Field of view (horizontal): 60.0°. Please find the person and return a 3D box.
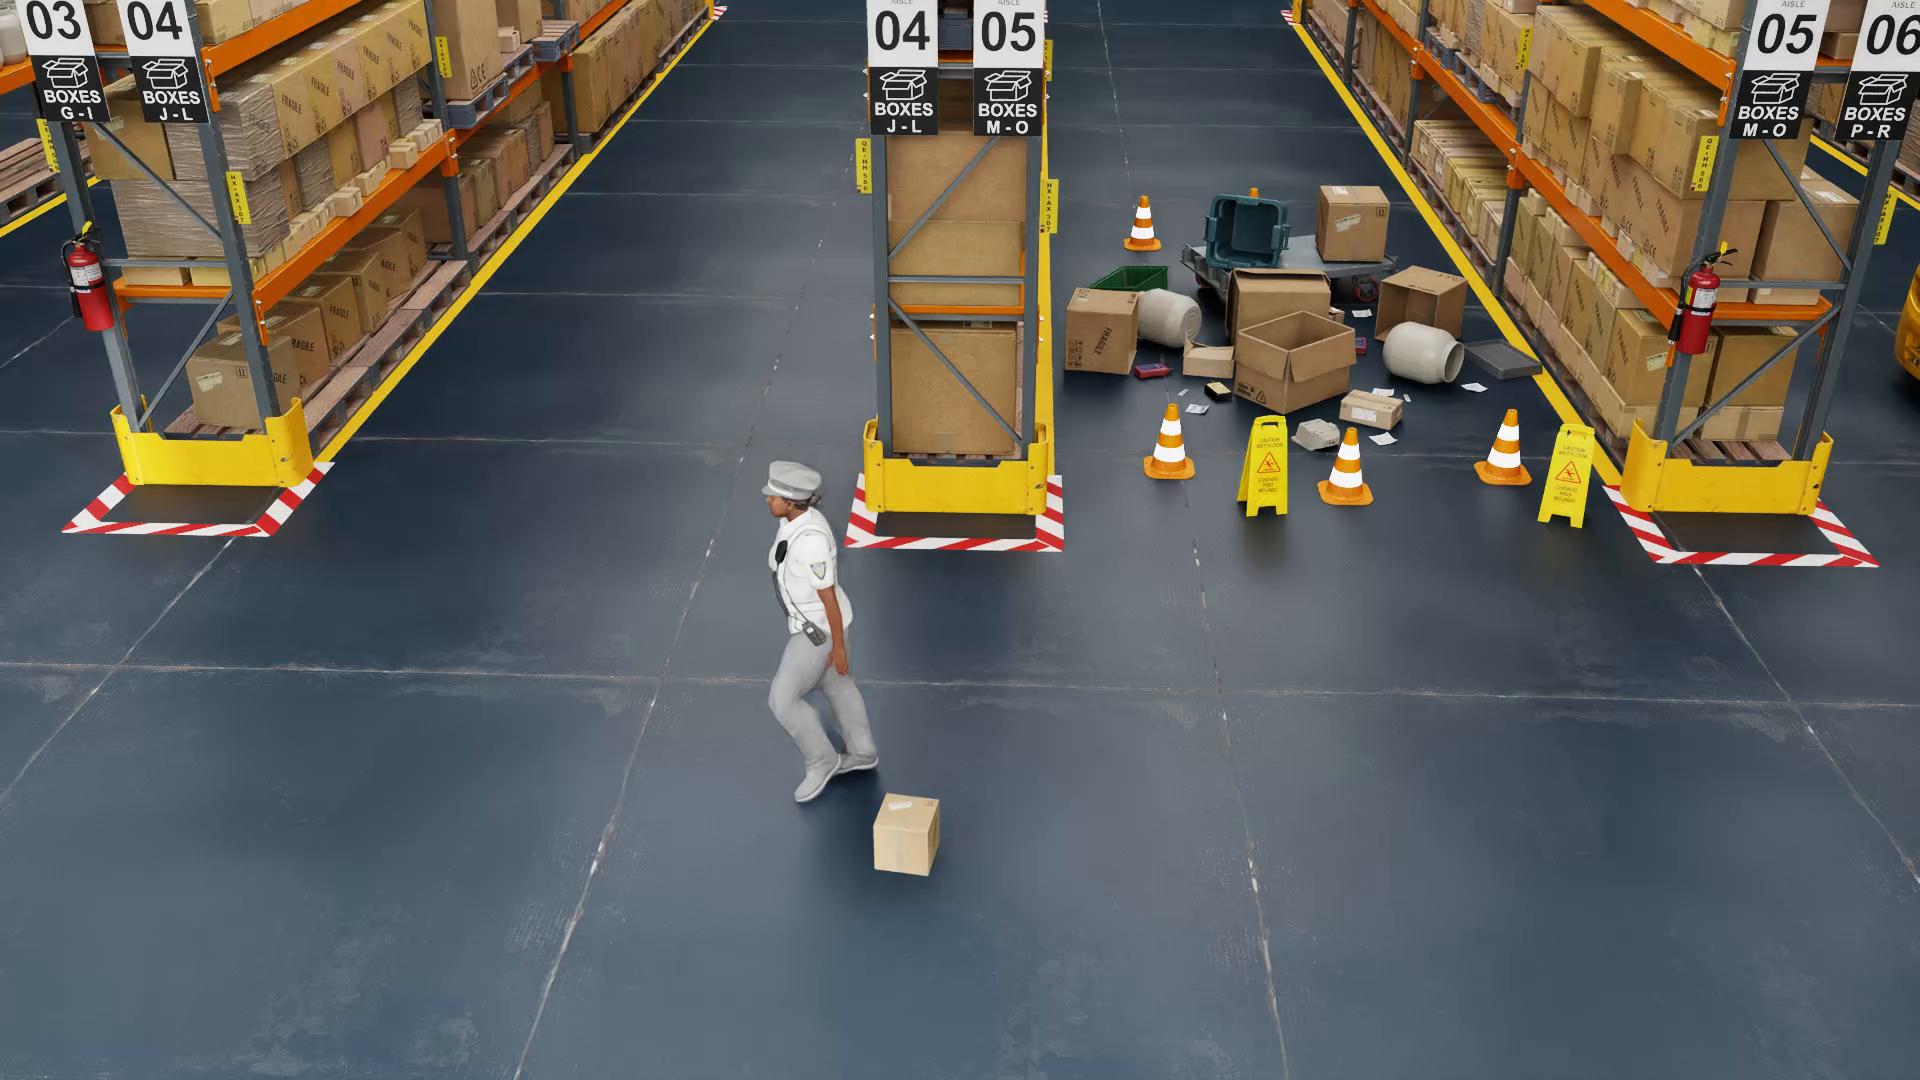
[{"bbox_3d":[-0.661,0.414,7.824,0.517,1.687,0.484,-3,28,-5],"label":"person"}]
